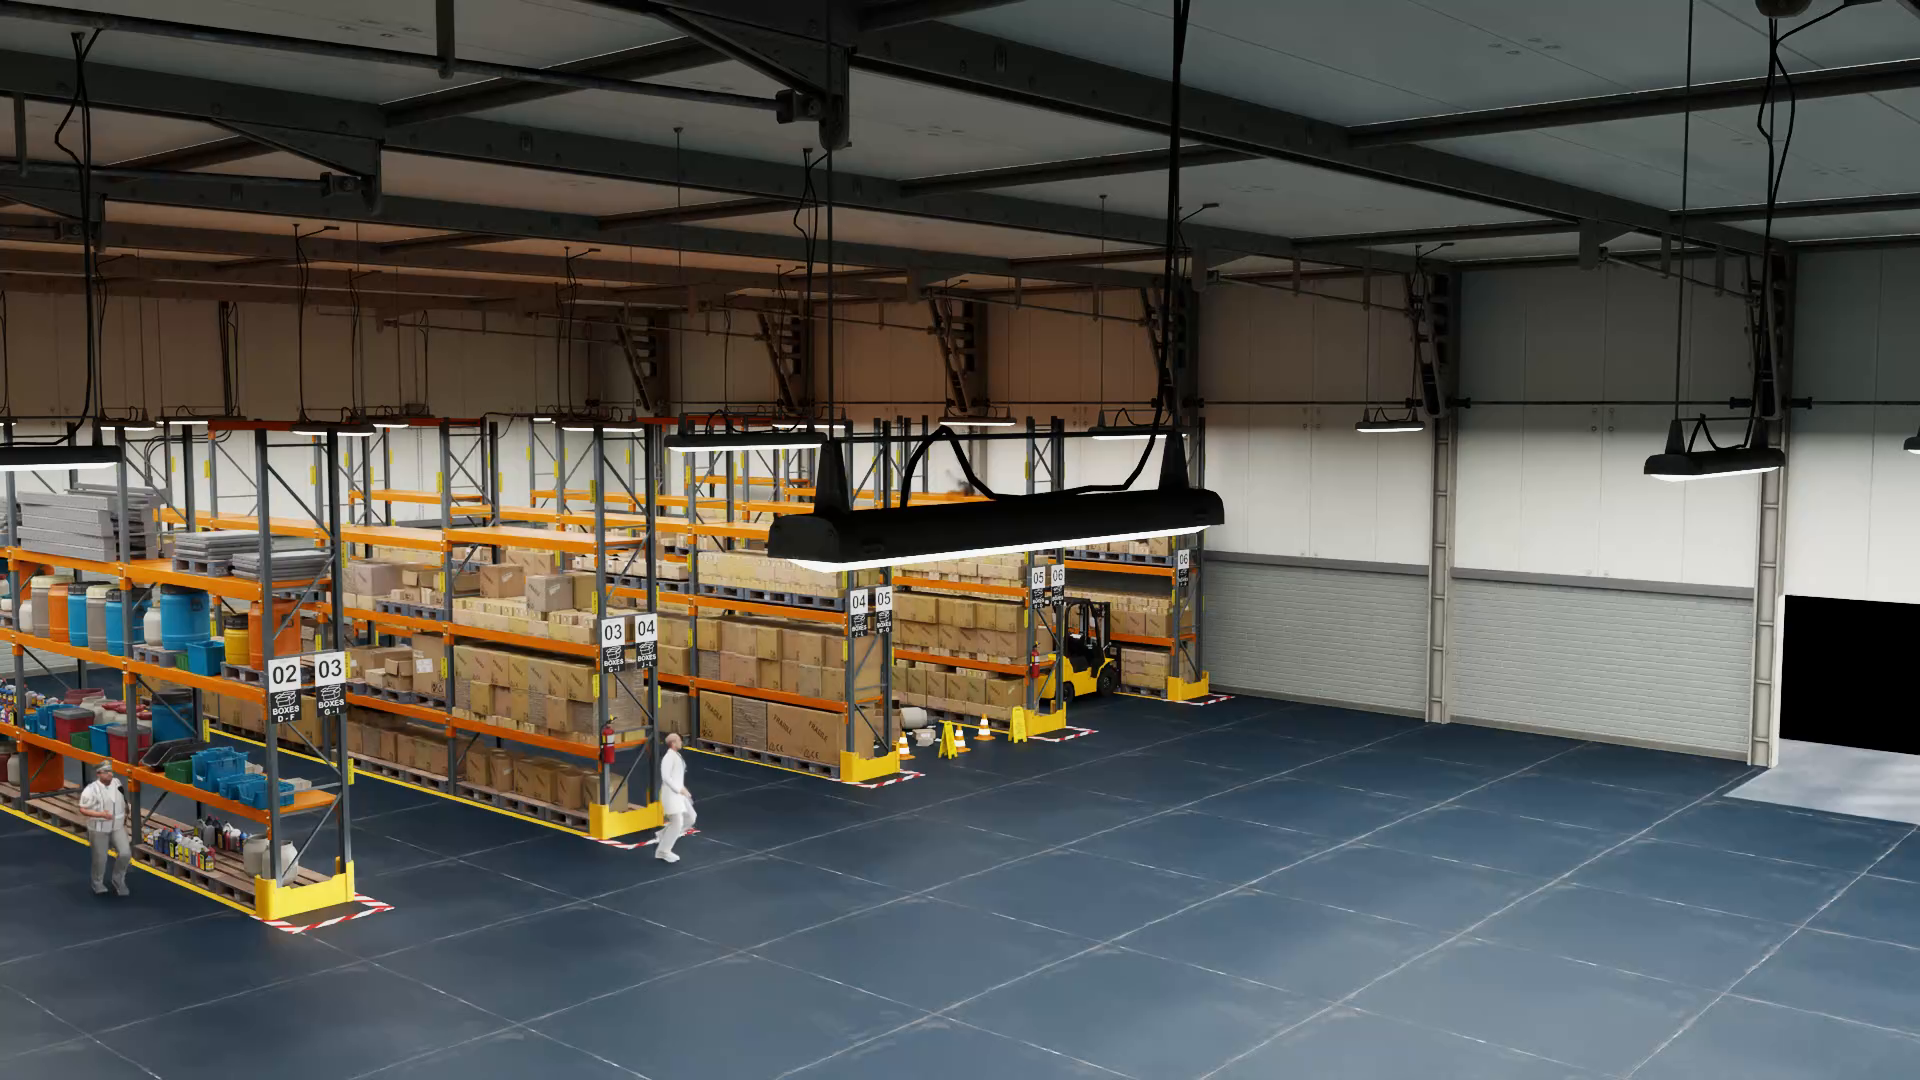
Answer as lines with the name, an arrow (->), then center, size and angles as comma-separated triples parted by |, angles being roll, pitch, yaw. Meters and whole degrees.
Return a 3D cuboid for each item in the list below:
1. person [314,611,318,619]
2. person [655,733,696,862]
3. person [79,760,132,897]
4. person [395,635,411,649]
person -> -14.790, 2.374, 38.268 | 0.600, 1.568, 0.595 | 1, 5, 12
person -> -3.959, 3.553, 23.162 | 0.554, 1.715, 0.764 | 0, 5, 2
person -> -10.891, 3.697, 21.236 | 0.753, 1.816, 0.646 | 4, 6, 39
person -> -13.445, 2.203, 40.003 | 0.684, 1.631, 0.606 | -1, 5, -18
